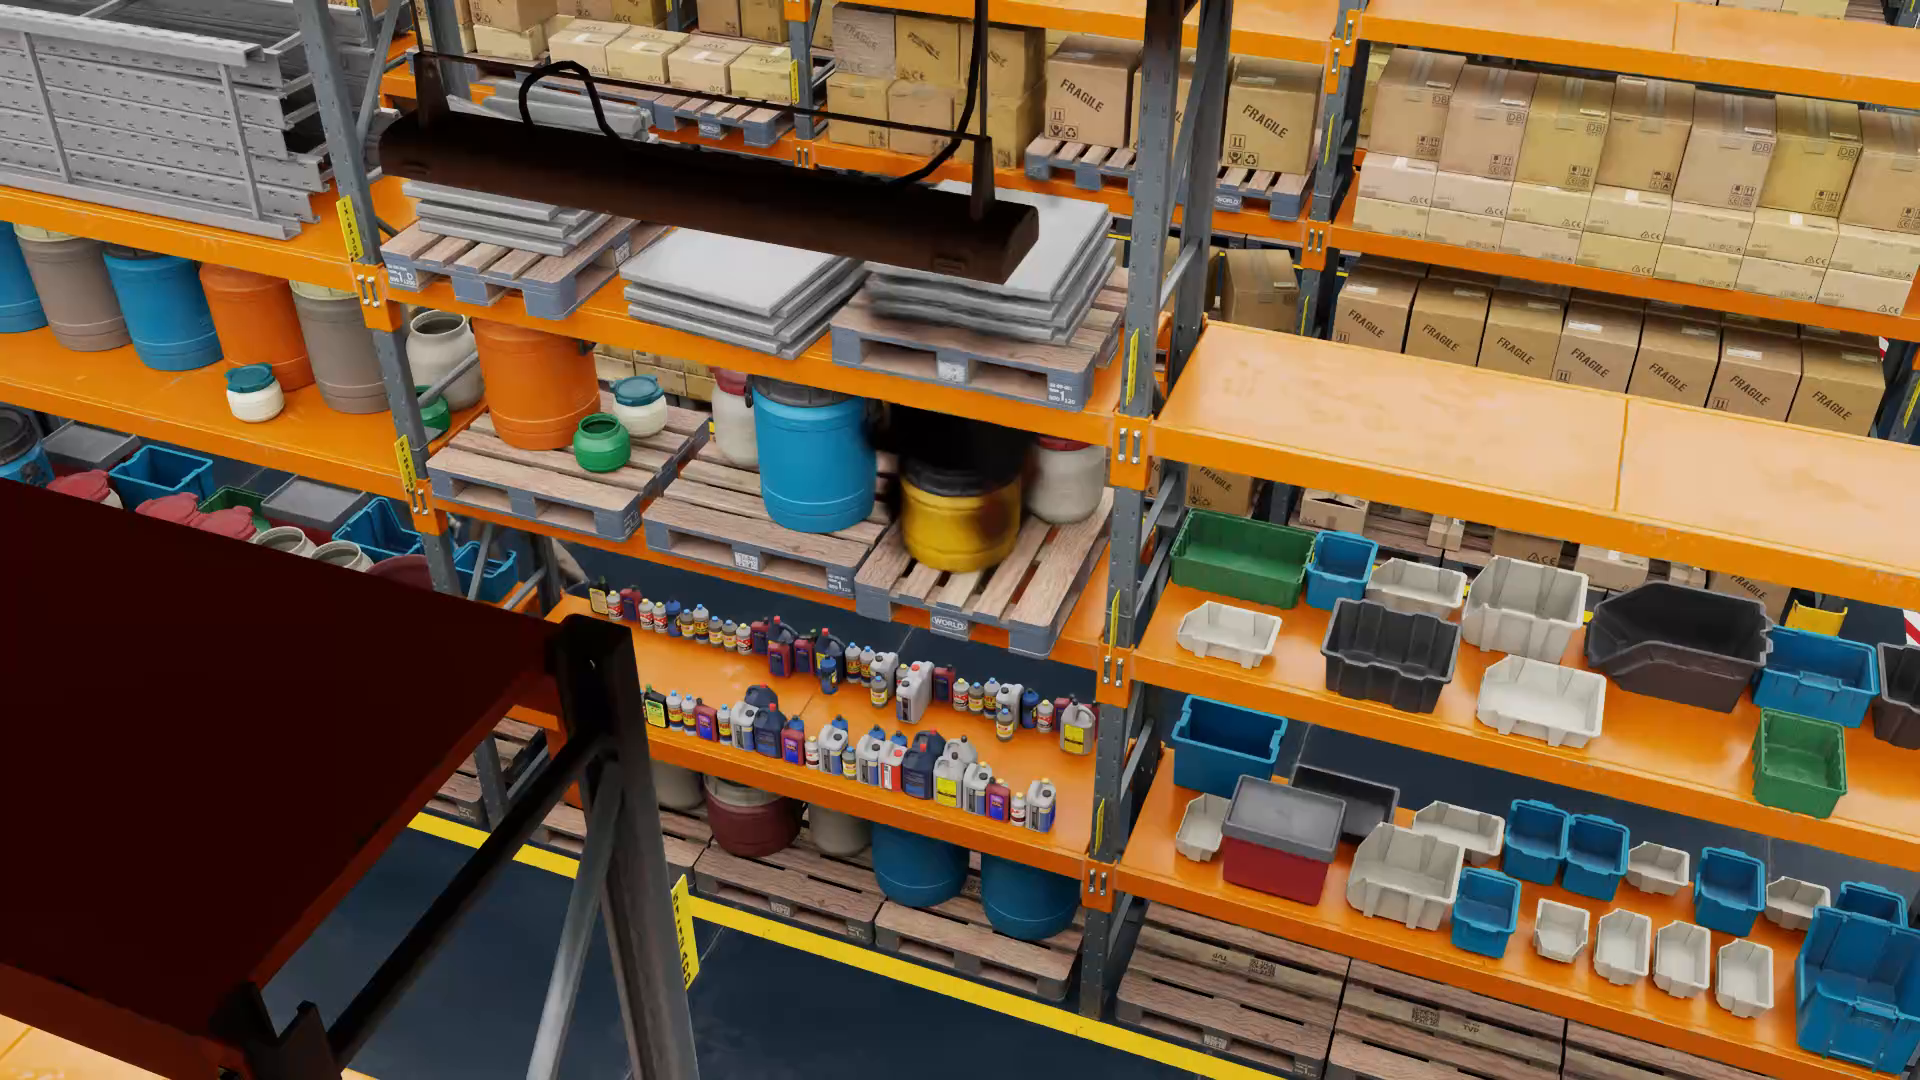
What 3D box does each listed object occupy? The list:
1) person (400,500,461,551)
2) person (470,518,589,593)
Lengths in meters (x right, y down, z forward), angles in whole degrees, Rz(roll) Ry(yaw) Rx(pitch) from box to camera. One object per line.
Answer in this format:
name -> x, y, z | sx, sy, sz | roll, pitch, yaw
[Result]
person -> -4.163, -0.521, 12.705 | 0.546, 1.635, 0.637 | 11, 38, 15
person -> -3.309, -0.229, 12.273 | 0.930, 1.781, 0.672 | 16, 39, 20
